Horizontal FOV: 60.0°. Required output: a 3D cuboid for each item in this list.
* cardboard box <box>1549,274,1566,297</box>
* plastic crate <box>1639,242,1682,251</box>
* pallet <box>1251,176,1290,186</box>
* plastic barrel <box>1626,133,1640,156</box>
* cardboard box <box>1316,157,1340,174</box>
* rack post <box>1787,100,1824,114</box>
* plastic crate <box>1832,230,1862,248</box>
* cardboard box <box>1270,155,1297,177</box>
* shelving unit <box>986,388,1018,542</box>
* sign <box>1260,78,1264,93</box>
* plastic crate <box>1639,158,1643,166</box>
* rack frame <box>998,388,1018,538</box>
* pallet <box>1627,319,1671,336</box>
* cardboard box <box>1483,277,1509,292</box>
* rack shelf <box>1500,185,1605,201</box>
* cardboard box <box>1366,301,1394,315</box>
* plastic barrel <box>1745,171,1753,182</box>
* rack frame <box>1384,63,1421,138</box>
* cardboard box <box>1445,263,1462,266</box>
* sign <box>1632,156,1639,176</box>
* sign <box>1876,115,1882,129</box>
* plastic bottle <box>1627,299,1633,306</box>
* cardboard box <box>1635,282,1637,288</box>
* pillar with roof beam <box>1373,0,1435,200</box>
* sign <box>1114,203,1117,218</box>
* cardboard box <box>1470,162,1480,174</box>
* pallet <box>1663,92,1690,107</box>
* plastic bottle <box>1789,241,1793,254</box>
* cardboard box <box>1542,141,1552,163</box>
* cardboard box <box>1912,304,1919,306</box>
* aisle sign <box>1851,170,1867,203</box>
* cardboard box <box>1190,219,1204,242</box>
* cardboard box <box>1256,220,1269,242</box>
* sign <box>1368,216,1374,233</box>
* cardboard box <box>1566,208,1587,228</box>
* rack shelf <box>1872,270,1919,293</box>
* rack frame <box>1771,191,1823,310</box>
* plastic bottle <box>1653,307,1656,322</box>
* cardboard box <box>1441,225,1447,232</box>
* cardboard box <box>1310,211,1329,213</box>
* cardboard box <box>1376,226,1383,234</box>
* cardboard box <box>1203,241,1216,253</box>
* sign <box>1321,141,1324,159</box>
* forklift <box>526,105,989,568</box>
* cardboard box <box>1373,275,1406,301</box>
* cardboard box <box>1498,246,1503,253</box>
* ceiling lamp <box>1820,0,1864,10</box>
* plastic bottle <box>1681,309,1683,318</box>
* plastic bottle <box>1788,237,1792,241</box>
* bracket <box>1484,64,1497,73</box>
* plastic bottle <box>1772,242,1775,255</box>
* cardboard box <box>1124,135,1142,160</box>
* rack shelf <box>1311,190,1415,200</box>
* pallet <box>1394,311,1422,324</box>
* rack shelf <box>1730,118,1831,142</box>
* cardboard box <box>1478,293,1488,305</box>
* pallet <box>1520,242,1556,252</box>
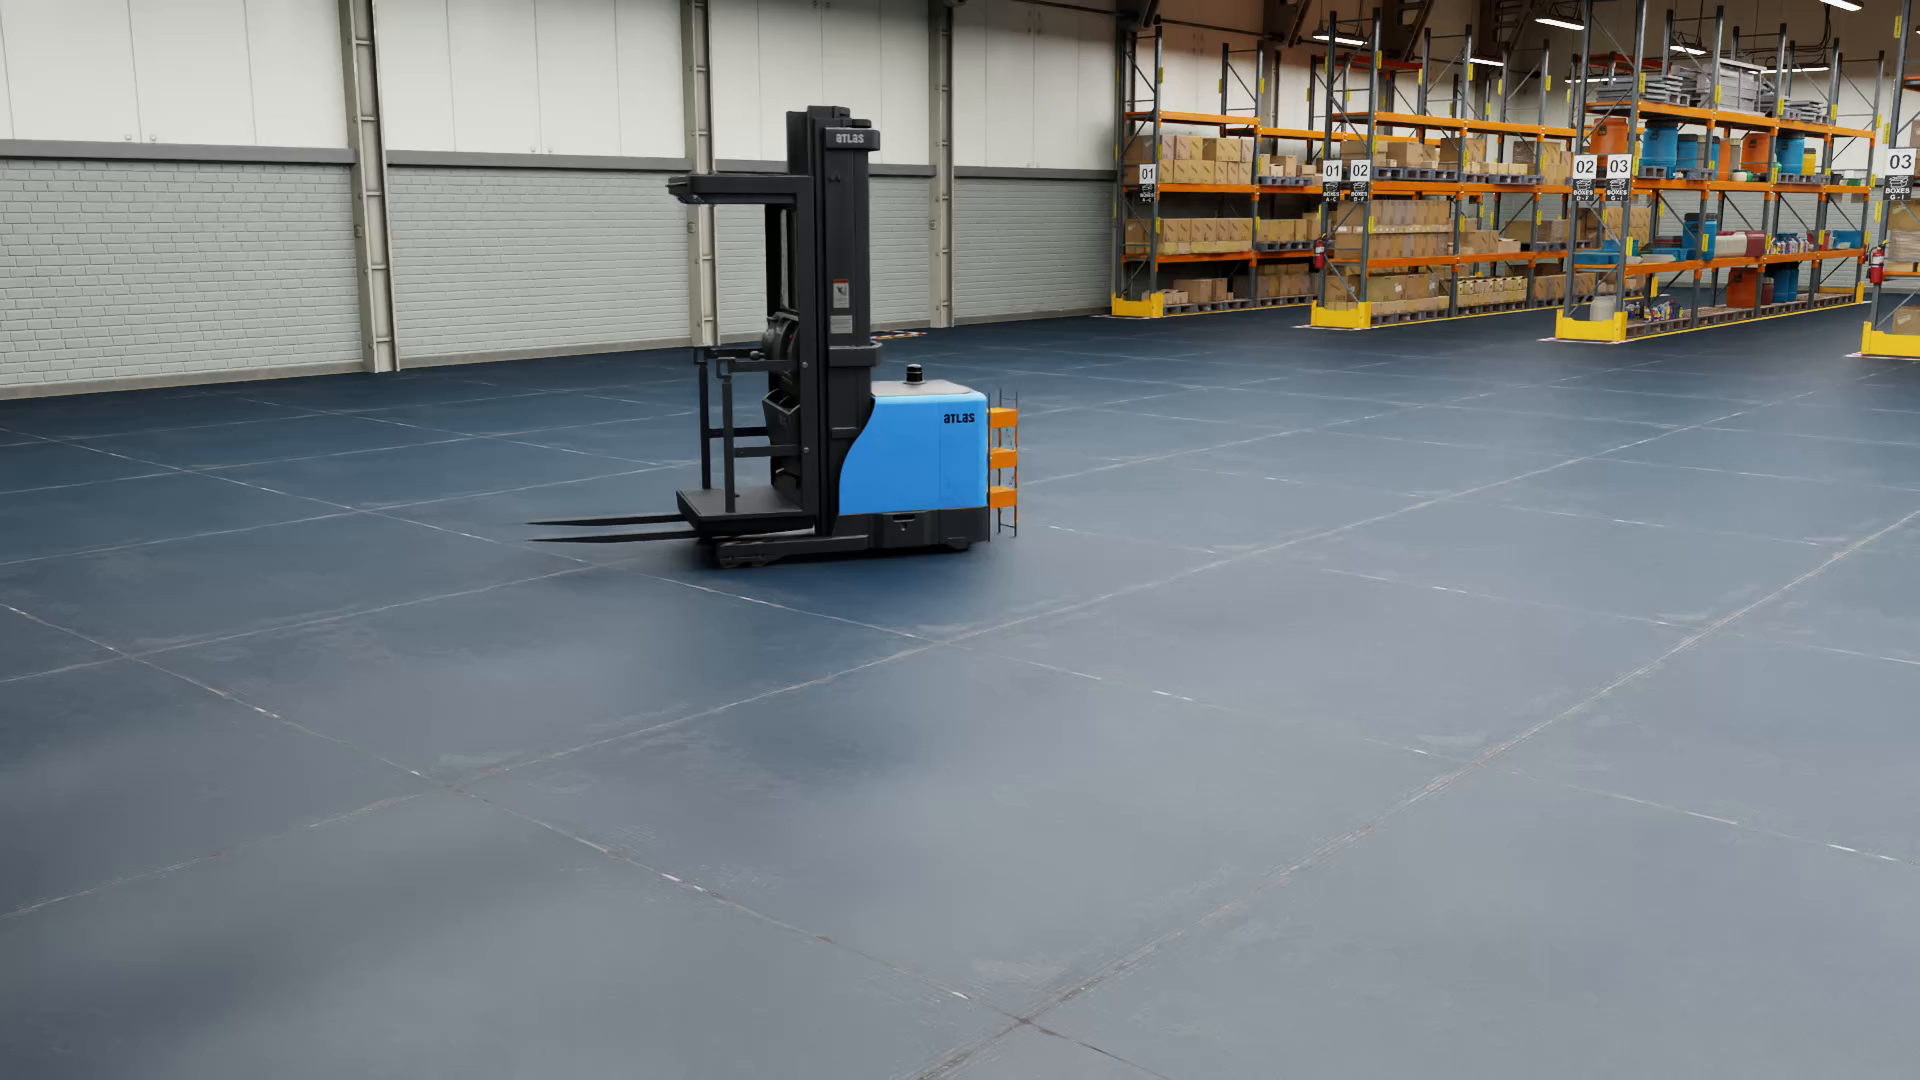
[{"bbox_3d":[14.324,-6.110,39.903,0.500,0.500,0.500,9,14,38],"label":"cardboard box"},{"bbox_3d":[13.429,-5.541,31.955,0.767,0.338,0.504,10,15,40],"label":"plastic crate"},{"bbox_3d":[6.916,-8.369,38.776,1.213,0.211,1.003,10,15,40],"label":"pallet"},{"bbox_3d":[11.887,-6.997,29.875,0.600,0.588,0.600,0,11,0],"label":"plastic barrel"},{"bbox_3d":[9.339,-9.315,41.653,0.700,0.500,0.500,8,14,36],"label":"cardboard box"},{"bbox_3d":[18.571,-9.594,36.965,0.937,0.300,0.954,9,15,39],"label":"rack post"},{"bbox_3d":[21.711,-7.371,40.715,0.616,0.435,0.499,10,15,40],"label":"plastic crate"},{"bbox_3d":[7.663,-8.891,39.580,0.500,0.500,0.500,9,14,38],"label":"cardboard box"},{"bbox_3d":[0.244,-0.529,11.680,0.252,1.050,0.215,-9,14,-37],"label":"shelving unit"},{"bbox_3d":[6.824,-10.279,37.614,0.100,0.325,0.005,10,15,40],"label":"sign"},{"bbox_3d":[12.262,-6.826,30.613,0.392,0.384,0.575,10,15,40],"label":"plastic crate"},{"bbox_3d":[0.340,-0.544,11.753,0.008,1.050,0.200,-9,14,-37],"label":"rack frame"},{"bbox_3d":[12.590,-3.991,31.155,1.003,0.211,1.213,10,15,40],"label":"pallet"},{"bbox_3d":[11.958,-5.734,37.279,0.500,0.311,0.500,10,15,40],"label":"cardboard box"},{"bbox_3d":[14.112,-8.274,39.658,1.077,0.370,4.000,10,15,40],"label":"rack shelf"},{"bbox_3d":[8.360,-4.667,33.365,0.500,0.250,0.500,10,15,40],"label":"cardboard box"},{"bbox_3d":[16.386,-7.573,34.705,0.294,0.245,0.294,0,11,0],"label":"plastic barrel"},{"bbox_3d":[11.709,-11.032,43.971,1.000,3.000,0.127,10,15,40],"label":"rack frame"},{"bbox_3d":[13.846,-7.781,46.663,0.380,0.149,0.250,10,15,42],"label":"cardboard box"},{"bbox_3d":[11.640,-6.447,28.652,0.100,0.325,0.005,10,15,40],"label":"sign"},{"bbox_3d":[22.215,-10.113,40.192,0.100,0.325,0.005,10,15,40],"label":"sign"},{"bbox_3d":[12.901,-4.456,32.004,0.144,0.351,0.185,9,14,38],"label":"plastic bottle"},{"bbox_3d":[17.564,-6.705,43.735,0.380,0.166,0.250,10,15,40],"label":"cardboard box"},{"bbox_3d":[14.755,-10.690,42.260,9.100,9.000,0.548,10,15,40],"label":"pillar with roof beam"},{"bbox_3d":[3.384,-7.122,35.949,0.100,0.325,0.005,10,15,40],"label":"sign"},{"bbox_3d":[10.926,-8.047,35.995,0.500,0.250,0.500,8,14,35],"label":"cardboard box"},{"bbox_3d":[12.541,-7.980,30.194,1.003,0.211,1.213,10,15,40],"label":"pallet"},{"bbox_3d":[18.317,-6.467,36.747,0.152,0.276,0.135,10,15,40],"label":"plastic bottle"},{"bbox_3d":[13.421,-9.011,38.700,0.500,0.500,0.500,10,15,40],"label":"cardboard box"},{"bbox_3d":[16.171,-3.655,27.664,0.500,0.500,0.500,-10,15,-42],"label":"cardboard box"},{"bbox_3d":[22.059,-8.645,40.701,0.394,0.787,0.004,10,15,40],"label":"aisle sign"},{"bbox_3d":[5.008,-6.807,36.550,0.500,0.500,0.500,9,14,39],"label":"cardboard box"},{"bbox_3d":[6.790,-7.248,38.965,0.700,0.500,0.500,10,15,41],"label":"cardboard box"},{"bbox_3d":[7.924,-6.076,32.059,0.100,0.325,0.005,10,15,40],"label":"sign"},{"bbox_3d":[15.572,-8.098,41.787,0.500,0.500,0.500,10,15,41],"label":"cardboard box"},{"bbox_3d":[16.270,-4.345,27.643,1.077,0.370,4.000,10,15,40],"label":"rack shelf"},{"bbox_3d":[19.151,-6.809,38.145,1.000,3.000,0.127,10,15,40],"label":"rack frame"},{"bbox_3d":[12.887,-4.199,30.916,0.097,0.271,0.097,0,11,0],"label":"plastic bottle"},{"bbox_3d":[9.968,-6.537,34.868,0.380,0.149,0.250,9,15,39],"label":"cardboard box"},{"bbox_3d":[9.173,-8.174,42.000,0.500,0.250,0.500,10,15,42],"label":"cardboard box"},{"bbox_3d":[8.104,-6.121,32.788,0.380,0.149,0.250,9,15,39],"label":"cardboard box"},{"bbox_3d":[5.356,-6.518,37.020,0.500,0.250,0.500,10,15,41],"label":"cardboard box"},{"bbox_3d":[7.113,-7.623,32.504,0.100,0.325,0.005,10,15,40],"label":"sign"},{"bbox_3d":[-1.380,-1.369,11.083,3.031,2.935,1.130,-3,12,-17],"label":"forklift"},{"bbox_3d":[8.681,-5.109,33.667,0.500,0.500,0.500,10,15,40],"label":"cardboard box"},{"bbox_3d":[11.993,-6.544,37.457,0.250,0.149,0.380,-11,16,-43],"label":"cardboard box"},{"bbox_3d":[15.884,-11.055,29.182,0.800,3.185,2.000,10,15,40],"label":"ceiling lamp"},{"bbox_3d":[13.865,-4.382,32.014,0.097,0.201,0.097,0,11,0],"label":"plastic bottle"},{"bbox_3d":[18.560,-6.599,37.218,0.144,0.351,0.185,10,15,40],"label":"plastic bottle"},{"bbox_3d":[15.475,-13.788,48.578,0.235,0.232,0.430,10,15,40],"label":"bracket"},{"bbox_3d":[17.467,-6.267,35.730,0.061,0.283,0.133,10,15,40],"label":"plastic bottle"},{"bbox_3d":[3.876,-8.442,35.802,0.500,0.500,0.500,11,15,43],"label":"cardboard box"},{"bbox_3d":[10.389,-8.914,42.862,1.077,0.370,4.000,10,15,40],"label":"rack shelf"},{"bbox_3d":[8.790,-4.614,34.273,1.003,0.211,1.213,10,15,40],"label":"pallet"},{"bbox_3d":[17.831,-8.908,36.194,1.077,0.370,4.000,10,15,40],"label":"rack shelf"},{"bbox_3d":[11.282,-5.310,36.586,0.500,0.250,0.500,9,15,39],"label":"cardboard box"},{"bbox_3d":[13.187,-6.877,38.972,1.213,0.211,1.003,10,15,40],"label":"pallet"}]
